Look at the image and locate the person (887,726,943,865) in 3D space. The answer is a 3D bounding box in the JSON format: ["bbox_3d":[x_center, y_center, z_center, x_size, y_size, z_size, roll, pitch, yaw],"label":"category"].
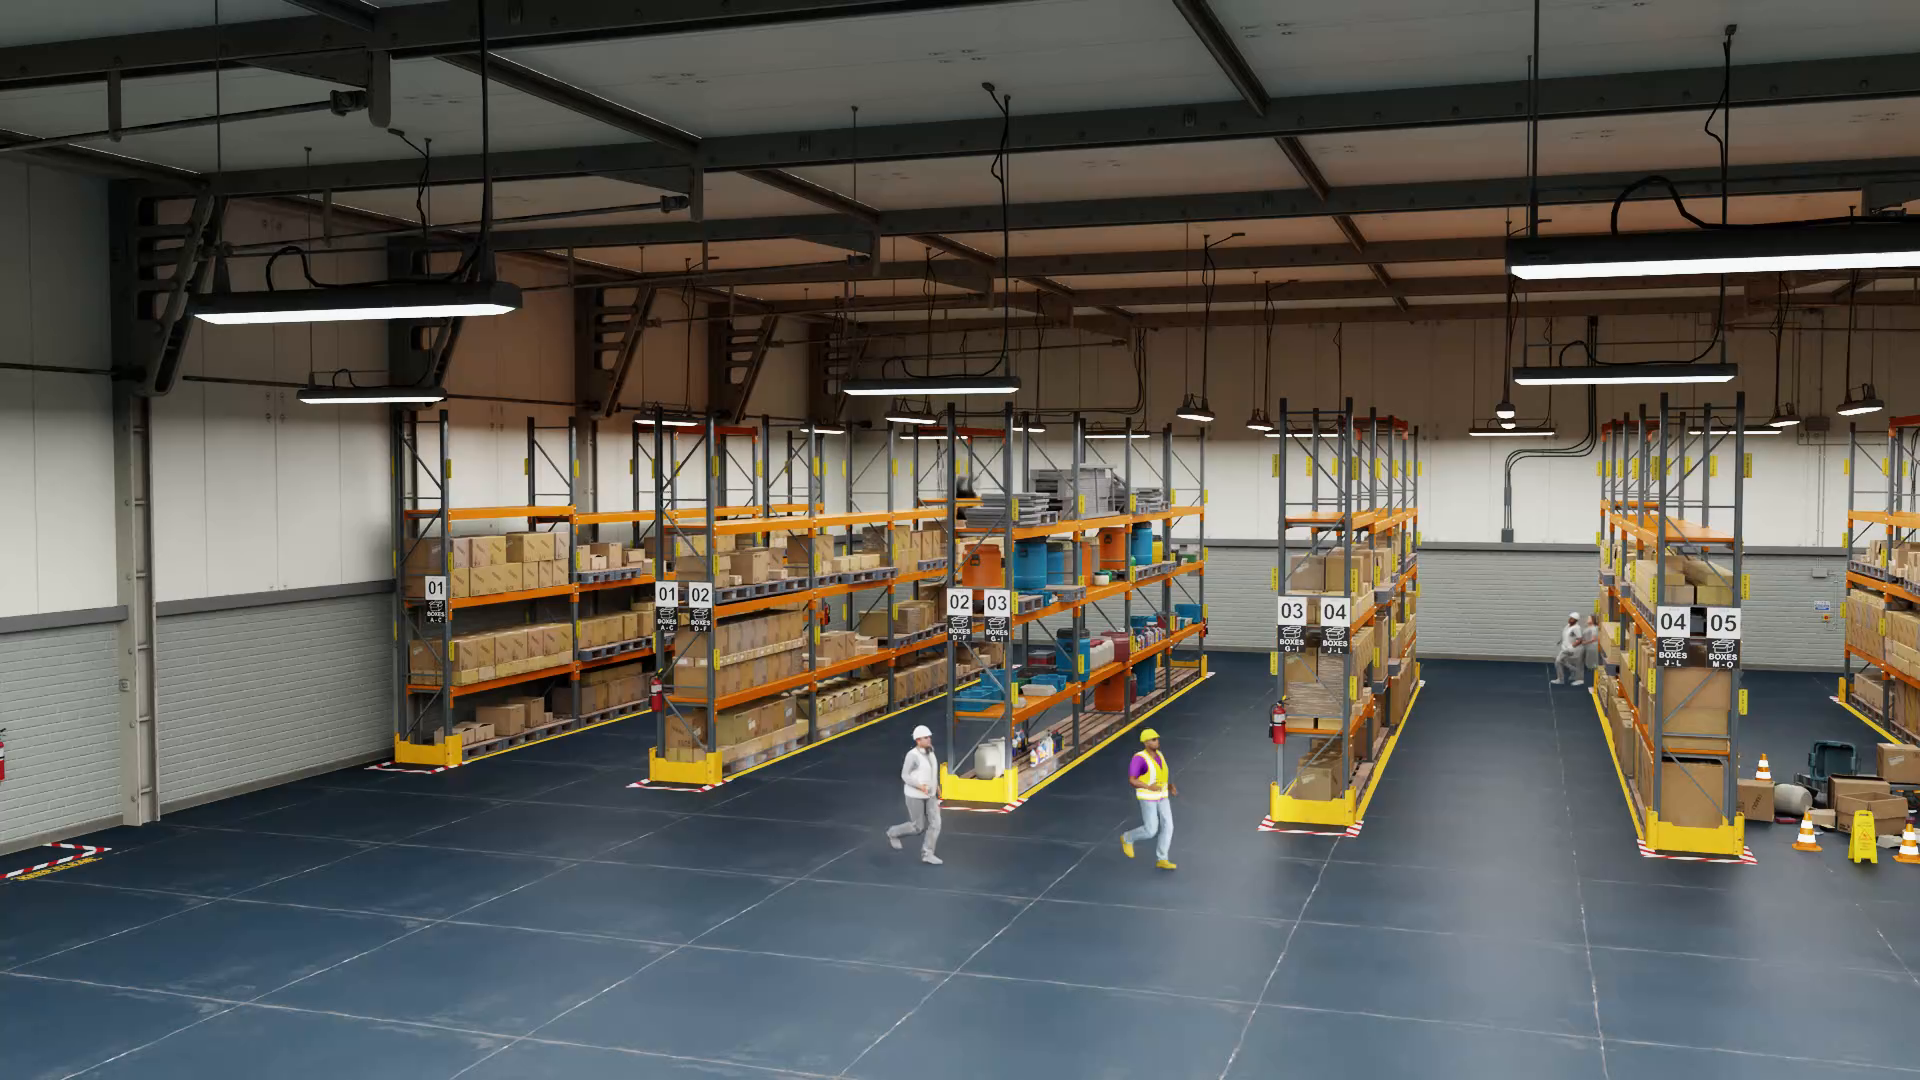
[{"bbox_3d":[-0.547,3.226,21.178,0.813,1.743,0.652,2,3,38],"label":"person"}]

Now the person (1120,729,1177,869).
[{"bbox_3d":[2.401,3.239,20.912,0.712,1.733,0.795,-2,3,-44],"label":"person"}]

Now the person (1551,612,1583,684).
[{"bbox_3d":[14.006,2.506,38.363,0.630,1.693,0.747,0,2,9],"label":"person"}]

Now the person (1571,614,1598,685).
[{"bbox_3d":[14.561,2.544,38.352,0.822,1.659,0.581,0,2,0],"label":"person"}]
